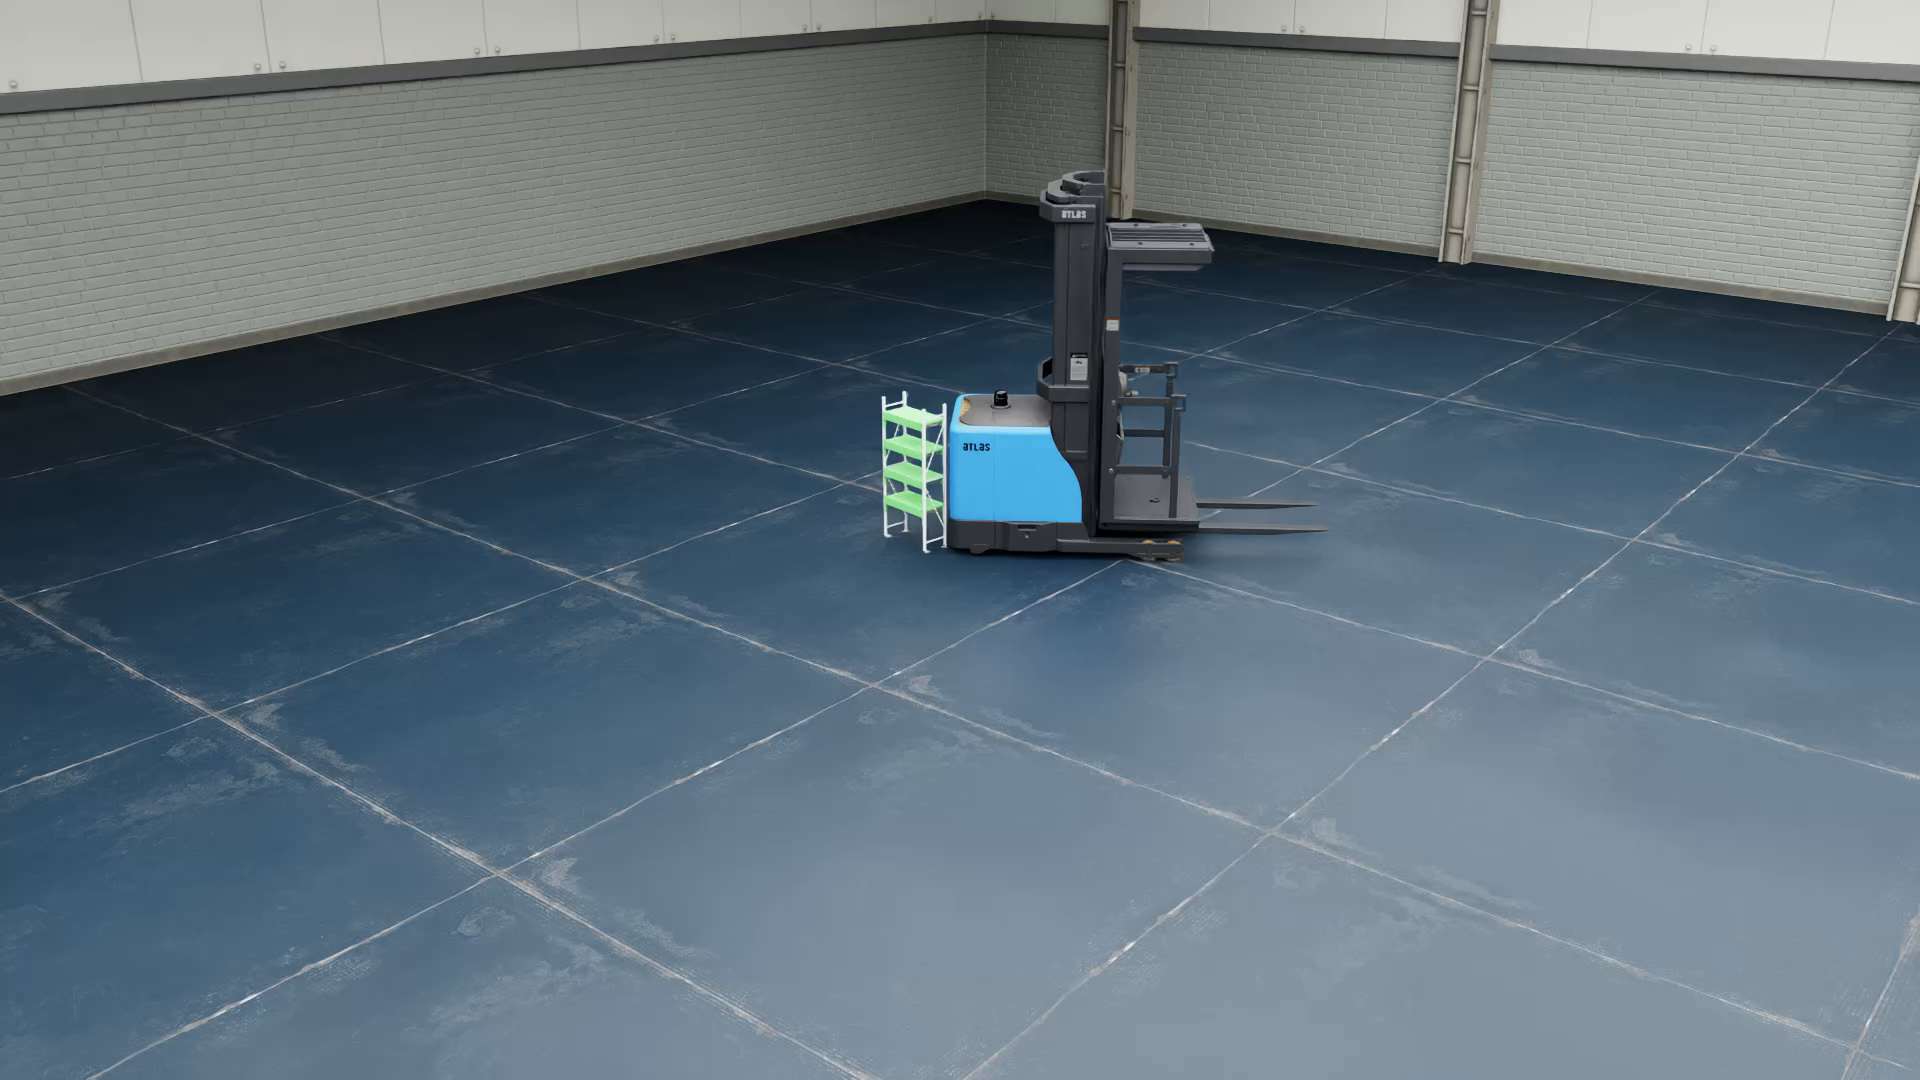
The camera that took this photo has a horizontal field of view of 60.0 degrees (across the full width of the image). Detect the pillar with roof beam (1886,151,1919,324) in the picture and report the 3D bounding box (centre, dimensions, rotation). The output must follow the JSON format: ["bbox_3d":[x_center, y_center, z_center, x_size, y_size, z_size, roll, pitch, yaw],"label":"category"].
[{"bbox_3d":[9.250,-5.817,16.340,0.400,9.000,9.100,16,26,36],"label":"pillar with roof beam"}]

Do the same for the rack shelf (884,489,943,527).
[{"bbox_3d":[-0.367,-0.265,13.532,0.258,0.148,0.480,-18,27,-39],"label":"rack shelf"}]

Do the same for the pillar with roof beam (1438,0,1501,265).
[{"bbox_3d":[4.602,-7.155,19.889,0.400,9.000,9.100,16,26,36],"label":"pillar with roof beam"}]

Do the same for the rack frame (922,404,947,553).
[{"bbox_3d":[-0.203,-0.486,13.256,0.240,1.200,0.015,-18,27,-39],"label":"rack frame"}]

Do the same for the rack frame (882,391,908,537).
[{"bbox_3d":[-0.531,-0.613,13.594,0.240,1.200,0.015,-18,27,-39],"label":"rack frame"}]

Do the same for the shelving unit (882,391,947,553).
[{"bbox_3d":[-0.367,-0.550,13.425,0.258,1.200,0.503,-18,27,-39],"label":"shelving unit"}]

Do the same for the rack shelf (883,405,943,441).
[{"bbox_3d":[-0.367,-0.939,13.278,0.258,0.148,0.480,-18,27,-39],"label":"rack shelf"}]

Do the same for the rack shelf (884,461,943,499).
[{"bbox_3d":[-0.367,-0.490,13.448,0.258,0.148,0.480,-18,27,-39],"label":"rack shelf"}]

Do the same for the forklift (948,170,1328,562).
[{"bbox_3d":[1.441,-1.391,13.204,3.031,2.935,1.130,1,21,3],"label":"forklift"}]

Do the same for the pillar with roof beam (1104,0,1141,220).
[{"bbox_3d":[-0.047,-8.494,23.439,0.400,9.000,9.100,16,26,36],"label":"pillar with roof beam"}]

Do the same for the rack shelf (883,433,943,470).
[{"bbox_3d":[-0.367,-0.714,13.363,0.258,0.148,0.480,-18,27,-39],"label":"rack shelf"}]
